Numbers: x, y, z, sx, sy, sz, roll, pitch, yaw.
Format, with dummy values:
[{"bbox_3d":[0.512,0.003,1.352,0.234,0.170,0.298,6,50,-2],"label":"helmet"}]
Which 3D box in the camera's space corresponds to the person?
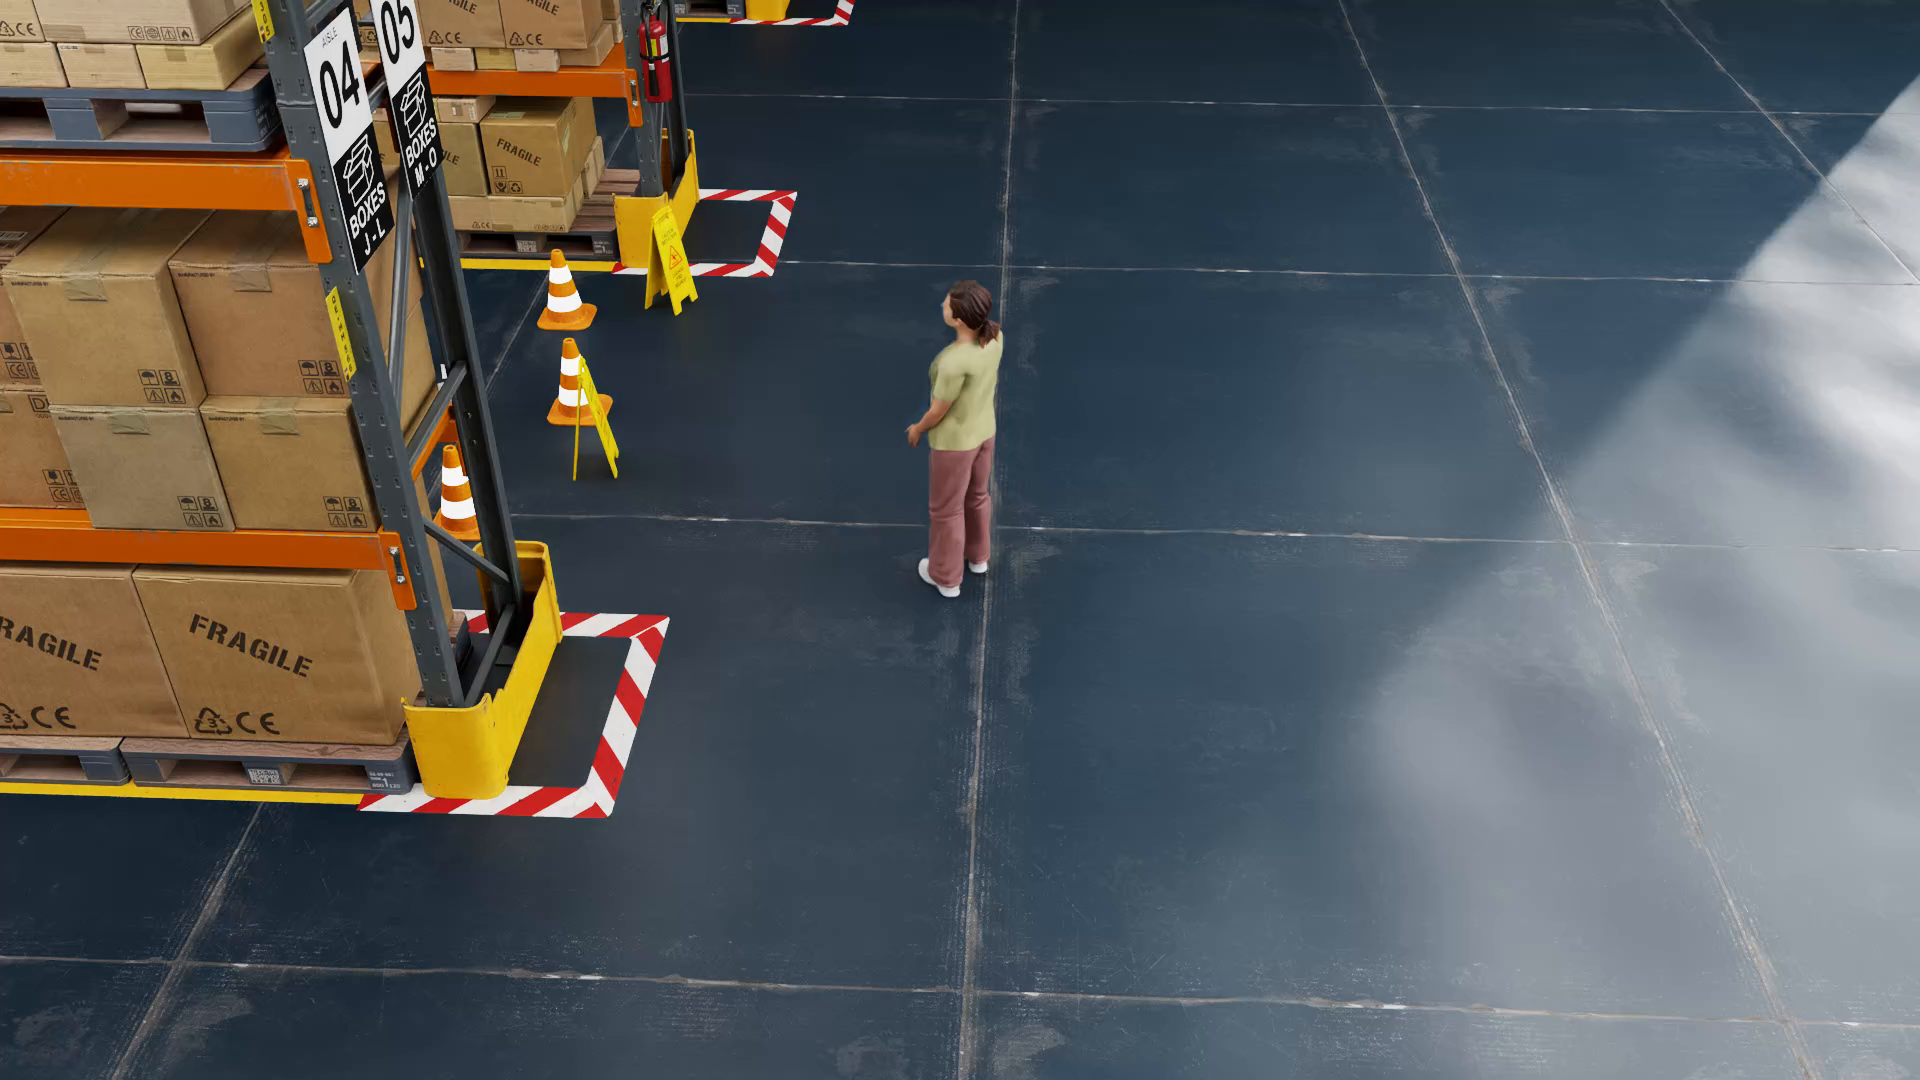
[{"bbox_3d":[0.007,-0.488,7.767,0.443,1.684,0.527,21,41,27],"label":"person"}]
